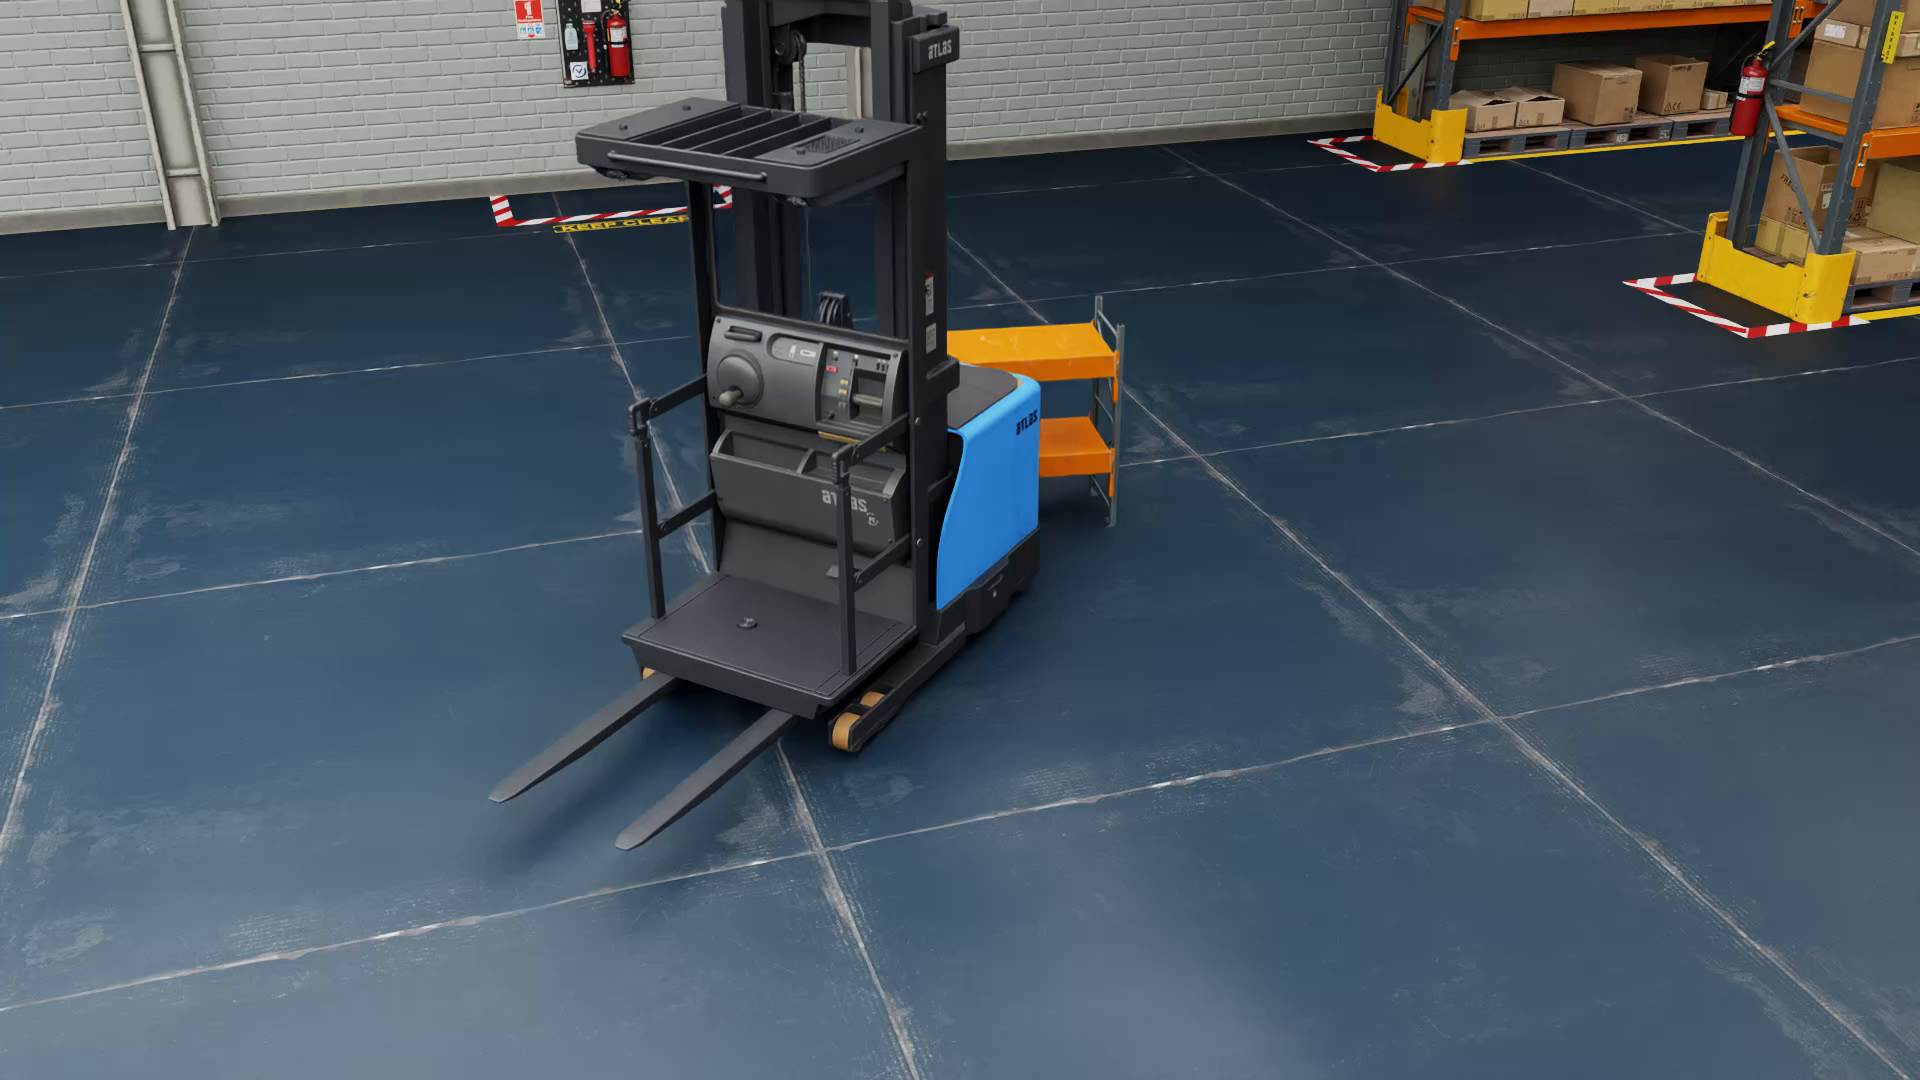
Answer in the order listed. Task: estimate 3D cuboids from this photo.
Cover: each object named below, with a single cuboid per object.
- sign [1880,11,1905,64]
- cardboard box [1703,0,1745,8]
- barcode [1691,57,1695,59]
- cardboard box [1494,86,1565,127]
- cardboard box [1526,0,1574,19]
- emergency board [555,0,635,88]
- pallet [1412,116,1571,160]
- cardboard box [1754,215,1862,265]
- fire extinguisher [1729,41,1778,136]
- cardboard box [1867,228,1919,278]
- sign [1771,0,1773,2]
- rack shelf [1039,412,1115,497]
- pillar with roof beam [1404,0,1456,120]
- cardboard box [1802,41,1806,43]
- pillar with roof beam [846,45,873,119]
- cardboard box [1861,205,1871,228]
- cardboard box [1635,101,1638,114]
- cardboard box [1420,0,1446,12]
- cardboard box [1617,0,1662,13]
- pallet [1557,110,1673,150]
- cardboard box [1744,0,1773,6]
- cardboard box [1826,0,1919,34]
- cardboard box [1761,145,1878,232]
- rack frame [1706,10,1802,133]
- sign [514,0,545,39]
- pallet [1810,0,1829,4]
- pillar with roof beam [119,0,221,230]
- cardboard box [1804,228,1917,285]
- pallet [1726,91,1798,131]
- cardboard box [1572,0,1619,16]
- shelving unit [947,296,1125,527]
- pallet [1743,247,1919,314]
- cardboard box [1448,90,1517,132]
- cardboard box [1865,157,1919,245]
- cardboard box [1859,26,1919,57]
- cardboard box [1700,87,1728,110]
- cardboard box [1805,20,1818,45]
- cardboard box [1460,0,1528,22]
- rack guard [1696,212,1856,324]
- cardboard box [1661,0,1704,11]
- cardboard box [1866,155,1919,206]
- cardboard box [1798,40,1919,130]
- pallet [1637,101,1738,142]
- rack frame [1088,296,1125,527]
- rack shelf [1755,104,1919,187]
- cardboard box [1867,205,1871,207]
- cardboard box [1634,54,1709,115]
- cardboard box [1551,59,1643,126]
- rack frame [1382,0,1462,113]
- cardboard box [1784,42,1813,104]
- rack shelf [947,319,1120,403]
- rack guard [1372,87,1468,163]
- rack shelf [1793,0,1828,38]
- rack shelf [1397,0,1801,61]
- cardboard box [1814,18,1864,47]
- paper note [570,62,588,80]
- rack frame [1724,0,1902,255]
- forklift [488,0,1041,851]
[{"bbox_3d":[6.184,-3.334,11.030,0.005,0.325,0.100,-8,28,-16],"label":"sign"},{"bbox_3d":[7.451,-5.474,16.550,0.500,0.250,0.500,-8,28,-16],"label":"cardboard box"},{"bbox_3d":[7.696,-5.039,17.483,0.075,0.075,0.001,-8,28,-16],"label":"barcode"},{"bbox_3d":[5.708,-4.369,16.706,0.500,0.311,0.500,-6,27,-12],"label":"cardboard box"},{"bbox_3d":[5.532,-5.193,15.982,0.500,0.250,0.500,-9,28,-18],"label":"cardboard box"},{"bbox_3d":[-3.188,-4.552,14.546,0.643,1.169,0.194,-8,28,-16],"label":"emergency board"},{"bbox_3d":[5.336,-4.099,16.769,1.213,0.211,1.003,-8,28,-16],"label":"pallet"},{"bbox_3d":[6.437,-2.302,12.633,0.500,0.250,0.500,-8,28,-16],"label":"cardboard box"},{"bbox_3d":[5.762,-3.292,12.095,0.183,0.674,0.296,-8,28,-16],"label":"fire extinguisher"},{"bbox_3d":[7.071,-2.153,12.334,0.500,0.250,0.500,-8,28,-16],"label":"cardboard box"},{"bbox_3d":[5.863,-4.002,11.870,0.005,0.325,0.100,-8,28,-16],"label":"sign"},{"bbox_3d":[0.275,-0.428,8.896,1.000,0.278,0.538,-4,27,-9],"label":"rack shelf"},{"bbox_3d":[6.211,-6.569,11.863,0.400,9.000,9.100,-8,28,-16],"label":"pillar with roof beam"},{"bbox_3d":[9.454,-5.069,17.904,0.500,0.500,0.700,-9,28,-17],"label":"cardboard box"},{"bbox_3d":[0.506,-5.743,10.199,0.400,9.000,9.100,-8,28,-16],"label":"pillar with roof beam"},{"bbox_3d":[6.908,-2.376,12.782,0.500,0.250,0.500,-8,28,-16],"label":"cardboard box"},{"bbox_3d":[6.757,-4.500,17.151,0.250,0.149,0.380,-11,28,-20],"label":"cardboard box"},{"bbox_3d":[4.865,-5.329,16.256,0.500,0.250,0.500,-8,27,-15],"label":"cardboard box"},{"bbox_3d":[6.500,-5.329,16.257,0.500,0.250,0.500,-8,28,-16],"label":"cardboard box"},{"bbox_3d":[6.494,-4.265,17.104,1.213,0.211,1.003,-8,28,-16],"label":"pallet"},{"bbox_3d":[7.927,-5.540,16.681,0.500,0.250,0.500,-8,28,-16],"label":"cardboard box"},{"bbox_3d":[6.516,-3.838,11.537,0.500,0.500,0.700,-8,28,-16],"label":"cardboard box"},{"bbox_3d":[6.436,-2.639,12.468,0.500,0.500,0.500,-8,28,-16],"label":"cardboard box"},{"bbox_3d":[8.284,-5.791,17.042,0.127,3.000,1.000,-8,28,-16],"label":"rack frame"},{"bbox_3d":[-3.746,-4.536,14.473,0.234,0.329,0.001,-8,28,-16],"label":"sign"},{"bbox_3d":[9.056,-5.749,17.173,1.213,0.211,1.003,-8,28,-16],"label":"pallet"},{"bbox_3d":[-5.199,-4.917,8.534,0.400,9.000,9.100,-8,28,-16],"label":"pillar with roof beam"},{"bbox_3d":[6.597,-2.083,12.192,0.500,0.250,0.500,-8,28,-16],"label":"cardboard box"},{"bbox_3d":[9.024,-4.650,17.879,1.213,0.211,1.003,-8,28,-16],"label":"pallet"},{"bbox_3d":[6.018,-5.260,16.119,0.500,0.250,0.500,-9,28,-17],"label":"cardboard box"},{"bbox_3d":[0.275,-0.647,8.787,1.048,1.125,0.538,-4,27,-9],"label":"shelving unit"},{"bbox_3d":[6.732,-2.021,12.582,1.213,0.211,1.003,-8,28,-16],"label":"pallet"},{"bbox_3d":[5.166,-4.290,16.548,0.500,0.311,0.500,-12,29,-22],"label":"cardboard box"},{"bbox_3d":[7.072,-2.488,12.165,0.500,0.500,0.500,-8,28,-16],"label":"cardboard box"},{"bbox_3d":[6.458,-3.445,11.474,0.250,0.149,0.380,-8,28,-16],"label":"cardboard box"},{"bbox_3d":[7.784,-4.633,17.400,0.250,0.166,0.380,-12,29,-23],"label":"cardboard box"},{"bbox_3d":[9.396,-5.375,17.677,0.500,0.250,0.500,-9,28,-17],"label":"cardboard box"},{"bbox_3d":[5.043,-5.115,15.826,0.500,0.250,0.500,-9,28,-18],"label":"cardboard box"},{"bbox_3d":[5.995,-2.024,12.264,0.348,0.500,1.175,-8,28,-16],"label":"rack guard"},{"bbox_3d":[6.978,-5.399,16.397,0.500,0.250,0.500,-8,28,-16],"label":"cardboard box"},{"bbox_3d":[7.382,-2.782,12.758,0.500,0.500,0.500,-8,28,-16],"label":"cardboard box"},{"bbox_3d":[6.466,-3.250,11.811,0.500,0.500,0.700,-8,28,-16],"label":"cardboard box"},{"bbox_3d":[7.656,-4.435,17.446,1.213,0.211,1.003,-8,28,-16],"label":"pallet"},{"bbox_3d":[0.776,-0.685,8.864,0.032,1.125,0.500,-4,27,-9],"label":"rack frame"},{"bbox_3d":[7.920,-3.100,12.429,4.000,0.370,1.077,-8,28,-16],"label":"rack shelf"},{"bbox_3d":[7.383,-2.445,12.922,0.500,0.250,0.500,-8,28,-16],"label":"cardboard box"},{"bbox_3d":[7.309,-4.709,17.178,0.500,0.500,0.500,-10,28,-20],"label":"cardboard box"},{"bbox_3d":[6.421,-4.533,16.825,0.500,0.500,0.700,-10,28,-19],"label":"cardboard box"},{"bbox_3d":[4.481,-5.240,15.932,0.127,3.000,1.000,-8,28,-16],"label":"rack frame"},{"bbox_3d":[8.979,-4.977,17.718,0.500,0.500,0.700,-7,27,-14],"label":"cardboard box"},{"bbox_3d":[0.275,-0.909,8.657,1.000,0.278,0.538,-4,27,-9],"label":"rack shelf"},{"bbox_3d":[4.553,-4.131,16.509,0.348,0.500,1.175,-8,28,-16],"label":"rack guard"},{"bbox_3d":[10.186,-5.744,17.757,4.000,0.370,1.077,-8,28,-16],"label":"rack shelf"},{"bbox_3d":[6.382,-5.194,16.647,4.000,0.370,1.077,-8,28,-16],"label":"rack shelf"},{"bbox_3d":[6.322,-3.615,11.816,0.250,0.149,0.380,-9,28,-17],"label":"cardboard box"},{"bbox_3d":[-3.378,-4.162,14.752,0.142,0.148,0.016,-8,28,-16],"label":"paper note"},{"bbox_3d":[6.018,-3.146,11.715,0.127,3.000,1.000,-8,28,-16],"label":"rack frame"},{"bbox_3d":[-0.758,-0.654,6.771,1.130,2.935,3.031,14,30,26],"label":"forklift"}]
